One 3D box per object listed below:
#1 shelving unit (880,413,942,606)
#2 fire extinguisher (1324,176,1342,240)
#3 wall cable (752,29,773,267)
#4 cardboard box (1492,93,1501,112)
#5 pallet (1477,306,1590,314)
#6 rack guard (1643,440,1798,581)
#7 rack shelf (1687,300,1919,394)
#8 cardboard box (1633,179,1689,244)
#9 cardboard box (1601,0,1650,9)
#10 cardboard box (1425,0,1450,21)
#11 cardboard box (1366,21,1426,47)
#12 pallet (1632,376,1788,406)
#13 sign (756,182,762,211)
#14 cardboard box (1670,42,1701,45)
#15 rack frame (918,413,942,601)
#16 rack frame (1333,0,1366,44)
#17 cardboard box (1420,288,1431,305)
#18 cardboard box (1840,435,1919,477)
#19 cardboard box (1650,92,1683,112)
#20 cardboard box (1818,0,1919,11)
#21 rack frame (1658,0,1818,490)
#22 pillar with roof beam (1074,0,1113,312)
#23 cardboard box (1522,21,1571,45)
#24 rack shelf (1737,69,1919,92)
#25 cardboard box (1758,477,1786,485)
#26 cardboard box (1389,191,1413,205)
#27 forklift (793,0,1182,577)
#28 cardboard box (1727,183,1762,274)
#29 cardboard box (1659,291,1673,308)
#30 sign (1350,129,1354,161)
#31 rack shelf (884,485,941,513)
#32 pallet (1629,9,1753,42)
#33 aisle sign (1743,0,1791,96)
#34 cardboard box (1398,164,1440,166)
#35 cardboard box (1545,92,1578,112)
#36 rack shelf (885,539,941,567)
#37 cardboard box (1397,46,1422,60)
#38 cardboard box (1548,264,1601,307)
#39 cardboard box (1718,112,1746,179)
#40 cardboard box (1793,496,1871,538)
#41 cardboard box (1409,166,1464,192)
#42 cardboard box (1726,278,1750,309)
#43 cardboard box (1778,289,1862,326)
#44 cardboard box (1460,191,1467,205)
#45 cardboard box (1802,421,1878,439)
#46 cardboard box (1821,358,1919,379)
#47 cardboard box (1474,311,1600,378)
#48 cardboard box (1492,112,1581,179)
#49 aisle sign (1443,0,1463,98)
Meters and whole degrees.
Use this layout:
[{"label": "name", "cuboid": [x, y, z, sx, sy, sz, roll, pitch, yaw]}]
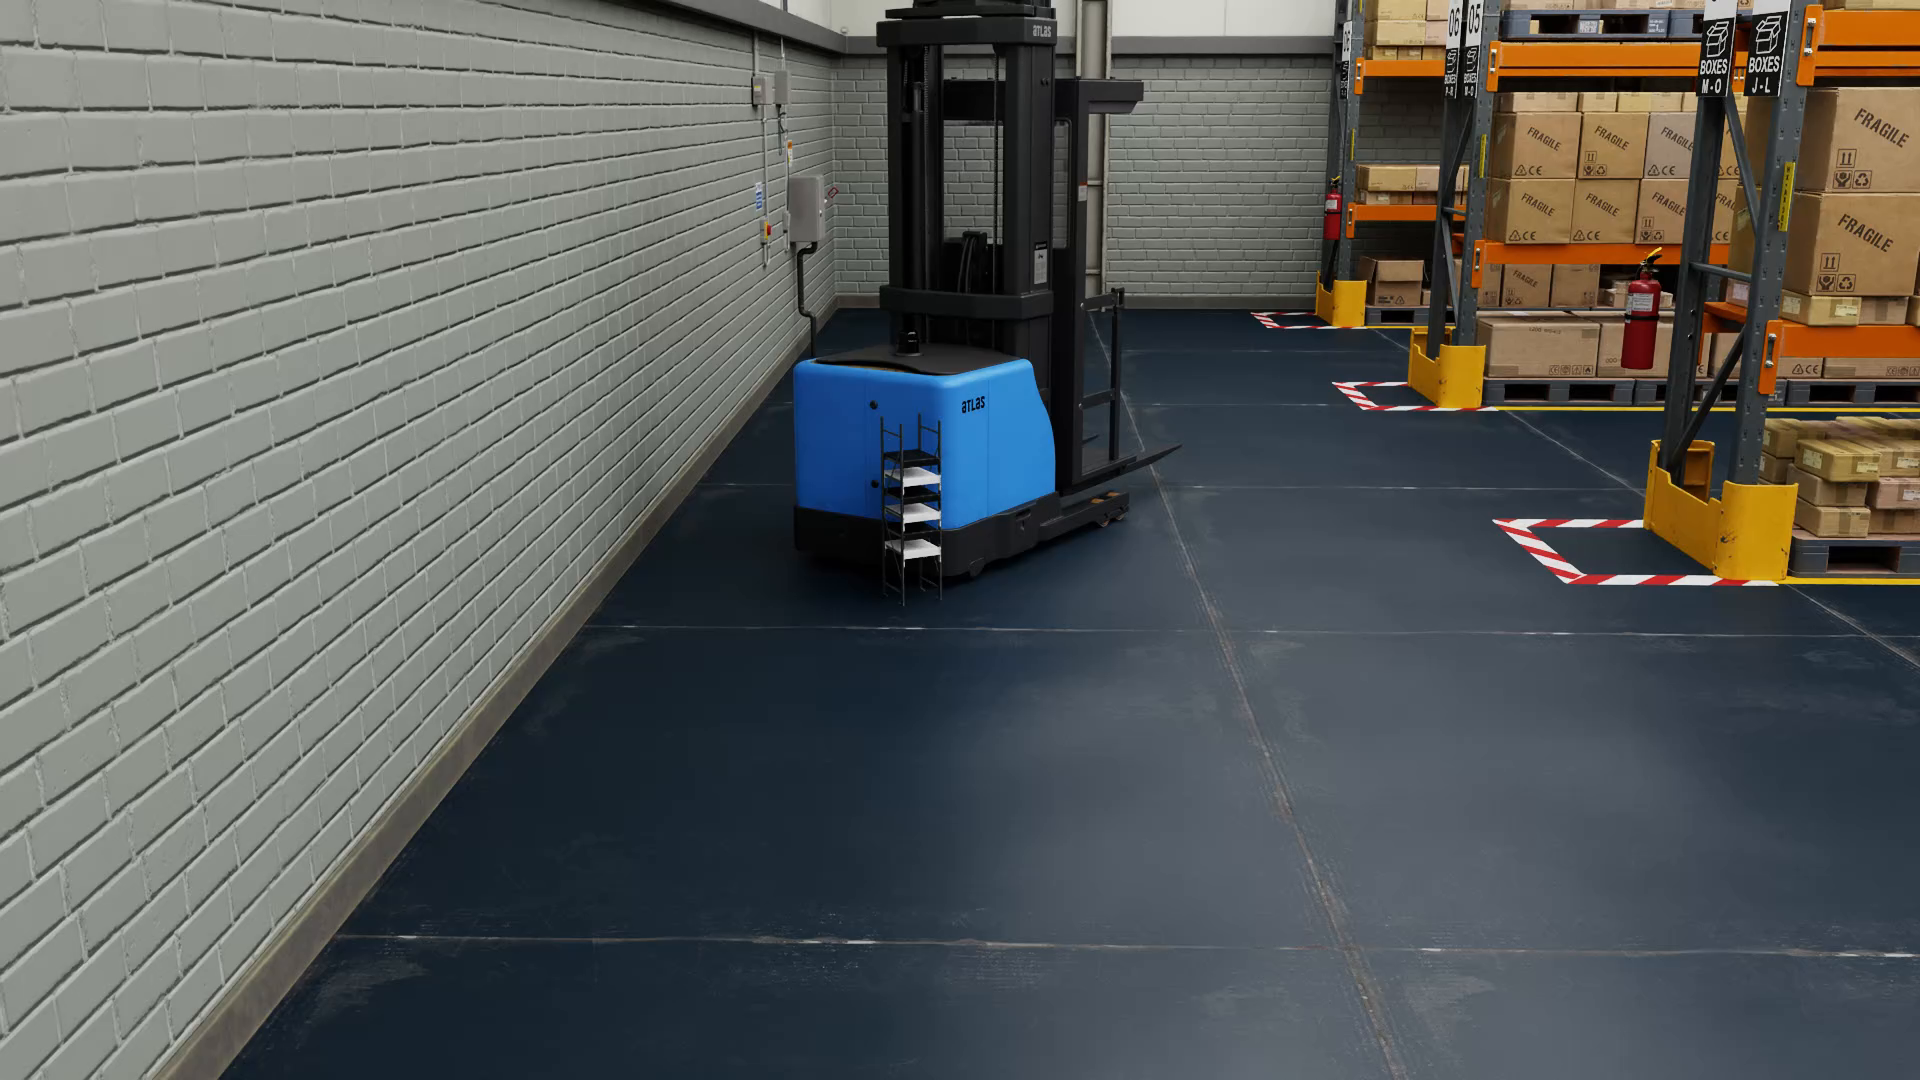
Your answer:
[{"label": "shelving unit", "cuboid": [-0.239, -0.151, 8.149, 0.210, 0.900, 0.258, -7, 17, -26]}, {"label": "fire extinguisher", "cuboid": [4.025, -3.586, 17.933, 0.183, 0.674, 0.296, 0, 15, 1]}, {"label": "wall cable", "cuboid": [-1.577, -3.191, 13.503, 0.123, 1.953, 0.585, 0, 15, 1]}, {"label": "cardboard box", "cuboid": [4.425, -3.548, 13.482, 0.250, 0.149, 0.380, 1, 15, 2]}, {"label": "pallet", "cuboid": [6.273, -2.558, 18.621, 1.213, 0.211, 1.003, 0, 15, 1]}, {"label": "rack guard", "cuboid": [4.111, -0.182, 9.050, 0.348, 0.500, 1.175, 0, 15, 1]}, {"label": "rack shelf", "cuboid": [6.035, -1.030, 8.776, 4.000, 0.370, 1.077, 0, 15, 1]}, {"label": "cardboard box", "cuboid": [5.548, -2.622, 13.203, 0.500, 0.500, 0.500, 0, 15, 1]}, {"label": "cardboard box", "cuboid": [5.143, -4.169, 12.854, 0.250, 0.149, 0.380, 1, 15, 3]}, {"label": "cardboard box", "cuboid": [5.129, -5.608, 17.569, 0.500, 0.250, 0.500, 0, 15, 1]}, {"label": "cardboard box", "cuboid": [4.620, -5.369, 17.642, 0.500, 0.250, 0.500, 0, 15, 1]}, {"label": "pallet", "cuboid": [6.078, -1.312, 13.899, 1.213, 0.211, 1.003, 0, 15, 1]}, {"label": "sign", "cuboid": [-1.639, -2.804, 13.558, 0.001, 0.218, 0.327, 0, 15, 1]}, {"label": "cardboard box", "cuboid": [7.694, -5.355, 17.588, 0.500, 0.250, 0.500, 0, 15, 2]}, {"label": "rack frame", "cuboid": [-0.149, -0.163, 8.194, 0.006, 0.900, 0.240, -7, 17, -26]}, {"label": "rack frame", "cuboid": [4.184, -6.821, 17.553, 0.127, 3.000, 1.000, 0, 15, 1]}, {"label": "cardboard box", "cuboid": [5.216, -2.704, 18.474, 0.250, 0.149, 0.380, 0, 15, -1]}, {"label": "cardboard box", "cuboid": [4.829, -0.442, 8.736, 0.250, 0.149, 0.380, 1, 15, 2]}, {"label": "cardboard box", "cuboid": [5.457, -3.427, 13.022, 0.250, 0.149, 0.380, 1, 15, 2]}, {"label": "cardboard box", "cuboid": [4.478, -2.701, 8.112, 0.500, 0.250, 0.500, 1, 15, 3]}, {"label": "rack frame", "cuboid": [4.035, -1.391, 8.733, 0.127, 3.000, 1.000, 0, 15, 1]}, {"label": "pillar with roof beam", "cuboid": [1.401, -5.970, 14.330, 0.400, 9.000, 9.100, 0, 15, 1]}, {"label": "cardboard box", "cuboid": [6.158, -5.367, 17.634, 0.500, 0.250, 0.500, 0, 15, 1]}, {"label": "rack shelf", "cuboid": [10.182, -4.984, 17.879, 4.000, 0.370, 1.077, 0, 15, 1]}, {"label": "cardboard box", "cuboid": [4.567, -0.266, 9.232, 0.250, 0.149, 0.380, 1, 15, 2]}, {"label": "cardboard box", "cuboid": [4.761, -3.737, 18.116, 0.250, 0.149, 0.380, 1, 15, 3]}, {"label": "forklift", "cuboid": [0.340, -1.550, 9.471, 1.130, 2.935, 3.031, 9, 17, 32]}, {"label": "cardboard box", "cuboid": [4.491, -1.646, 8.920, 0.500, 0.500, 0.500, 1, 15, 3]}, {"label": "cardboard box", "cuboid": [7.618, -2.647, 18.260, 0.250, 0.149, 0.380, 0, 15, 0]}, {"label": "sign", "cuboid": [4.170, -4.200, 17.684, 0.005, 0.325, 0.100, 0, 15, 1]}, {"label": "rack shelf", "cuboid": [-0.239, -0.206, 8.135, 0.200, 0.077, 0.258, -7, 17, -26]}, {"label": "pallet", "cuboid": [6.025, -4.052, 13.113, 1.213, 0.211, 1.003, 0, 15, 1]}, {"label": "aisle sign", "cuboid": [3.955, -2.572, 8.114, 0.004, 0.787, 0.394, 0, 15, 1]}, {"label": "cardboard box", "cuboid": [5.166, -4.052, 18.531, 0.500, 0.250, 0.500, 0, 15, 2]}, {"label": "cardboard box", "cuboid": [4.672, -3.443, 13.083, 0.250, 0.149, 0.380, 1, 15, 3]}, {"label": "rack shelf", "cuboid": [-0.239, 0.055, 8.203, 0.200, 0.077, 0.258, -7, 17, -26]}, {"label": "cardboard box", "cuboid": [4.759, -5.193, 17.754, 0.250, 0.149, 0.380, 1, 15, 2]}, {"label": "cardboard box", "cuboid": [6.684, -2.864, 18.393, 0.500, 0.500, 0.700, 0, 15, -1]}, {"label": "cardboard box", "cuboid": [6.063, -3.104, 13.070, 0.500, 0.500, 0.500, 0, 15, 2]}, {"label": "cardboard box", "cuboid": [4.551, -0.131, 8.721, 0.250, 0.149, 0.380, 1, 15, 3]}, {"label": "cardboard box", "cuboid": [5.134, -3.917, 18.016, 0.500, 0.250, 0.500, 1, 15, 2]}, {"label": "cardboard box", "cuboid": [4.368, -1.340, 9.030, 0.250, 0.149, 0.380, 0, 15, 1]}, {"label": "cardboard box", "cuboid": [4.351, -1.184, 8.440, 0.250, 0.149, 0.380, 0, 15, 1]}, {"label": "cardboard box", "cuboid": [5.541, -3.726, 18.076, 0.250, 0.149, 0.380, 1, 15, 2]}, {"label": "cardboard box", "cuboid": [4.821, -0.548, 9.138, 0.250, 0.149, 0.380, 1, 15, 3]}, {"label": "cardboard box", "cuboid": [7.434, -1.624, 13.814, 0.875, 0.438, 0.875, 0, 15, 1]}, {"label": "cardboard box", "cuboid": [4.723, -1.640, 13.874, 0.875, 0.438, 0.875, 0, 15, 0]}, {"label": "cardboard box", "cuboid": [4.533, -3.110, 13.093, 0.500, 0.500, 0.500, 0, 15, 0]}, {"label": "aisle sign", "cuboid": [3.997, -3.991, 13.490, 0.004, 0.787, 0.394, 0, 15, 1]}]
